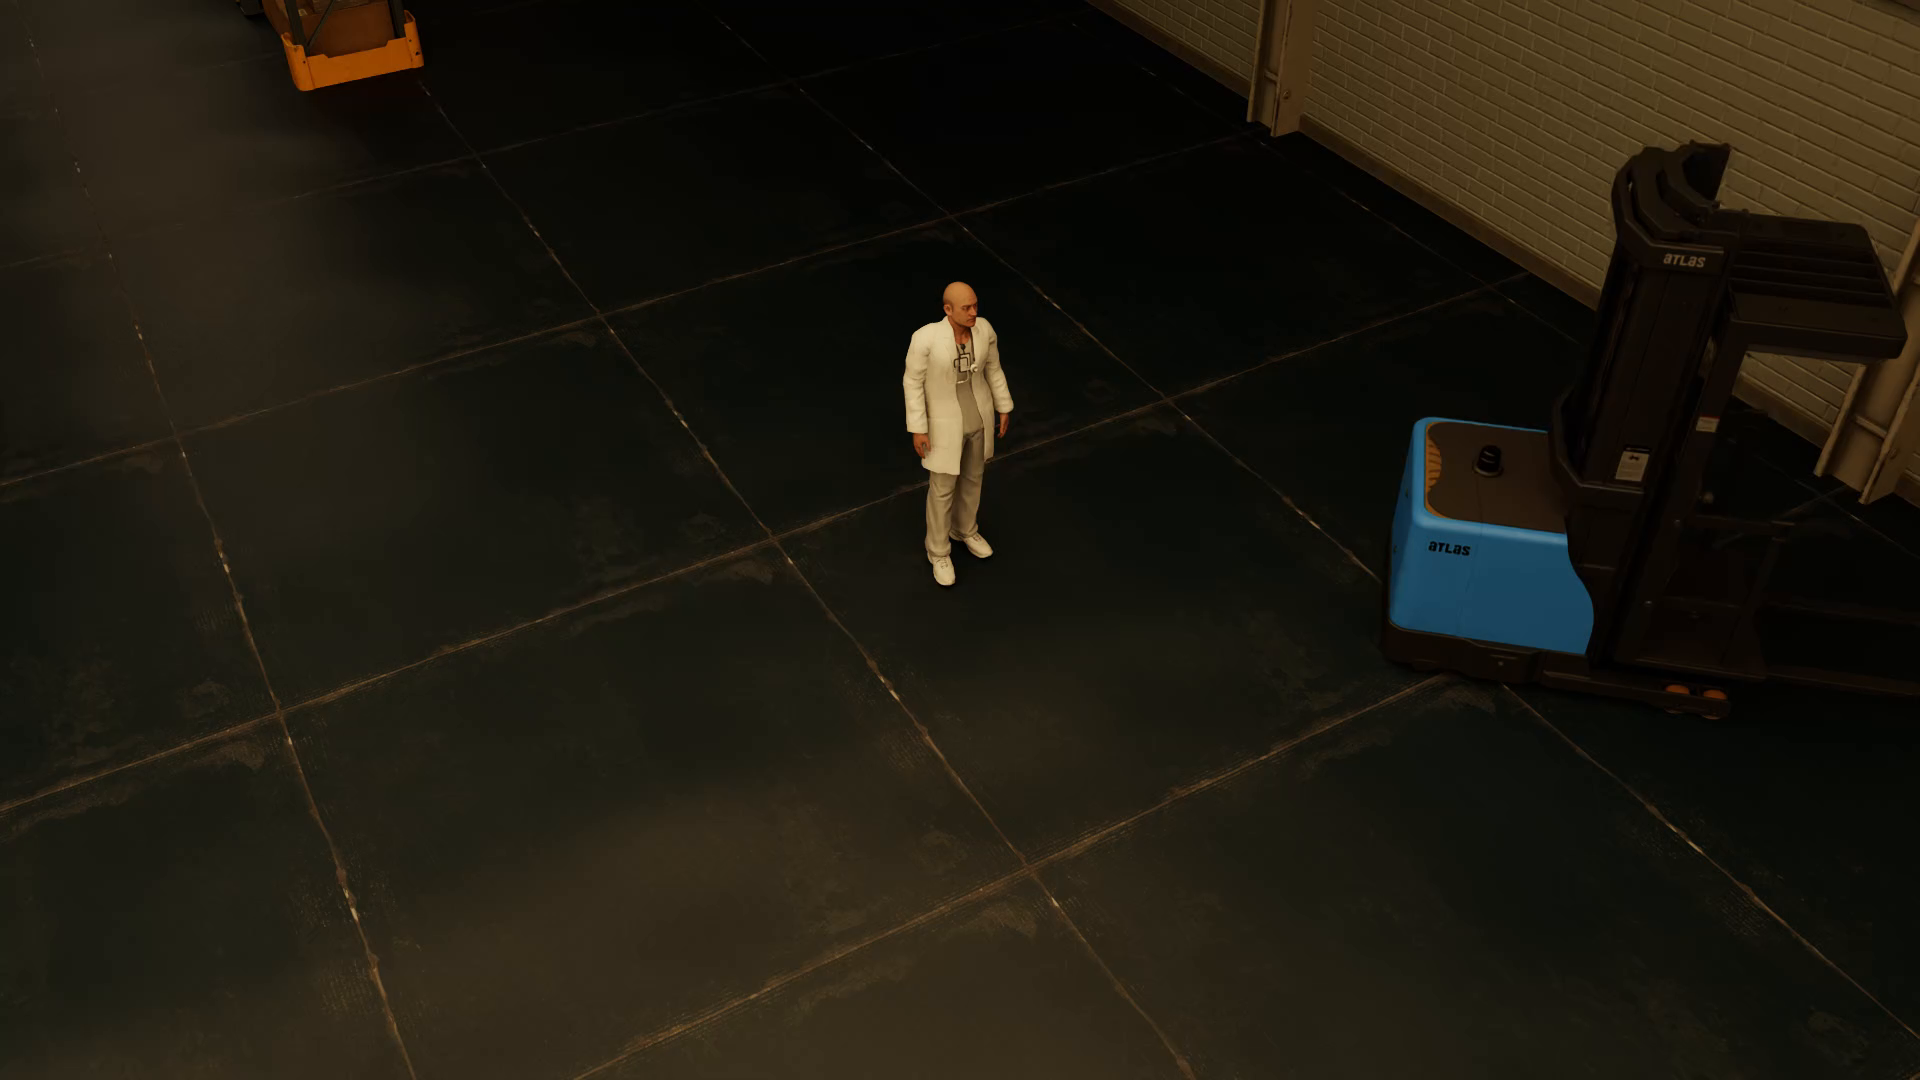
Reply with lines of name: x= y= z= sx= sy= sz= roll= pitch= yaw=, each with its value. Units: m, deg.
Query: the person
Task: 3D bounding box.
person: x=0.039 y=-0.637 z=9.696 sx=0.691 sy=1.776 sz=0.580 roll=-20 pitch=44 yaw=-23

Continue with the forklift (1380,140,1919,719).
forklift: x=3.967 y=-0.515 z=8.658 sx=3.031 sy=2.935 sz=1.130 roll=8 pitch=40 yaw=10
